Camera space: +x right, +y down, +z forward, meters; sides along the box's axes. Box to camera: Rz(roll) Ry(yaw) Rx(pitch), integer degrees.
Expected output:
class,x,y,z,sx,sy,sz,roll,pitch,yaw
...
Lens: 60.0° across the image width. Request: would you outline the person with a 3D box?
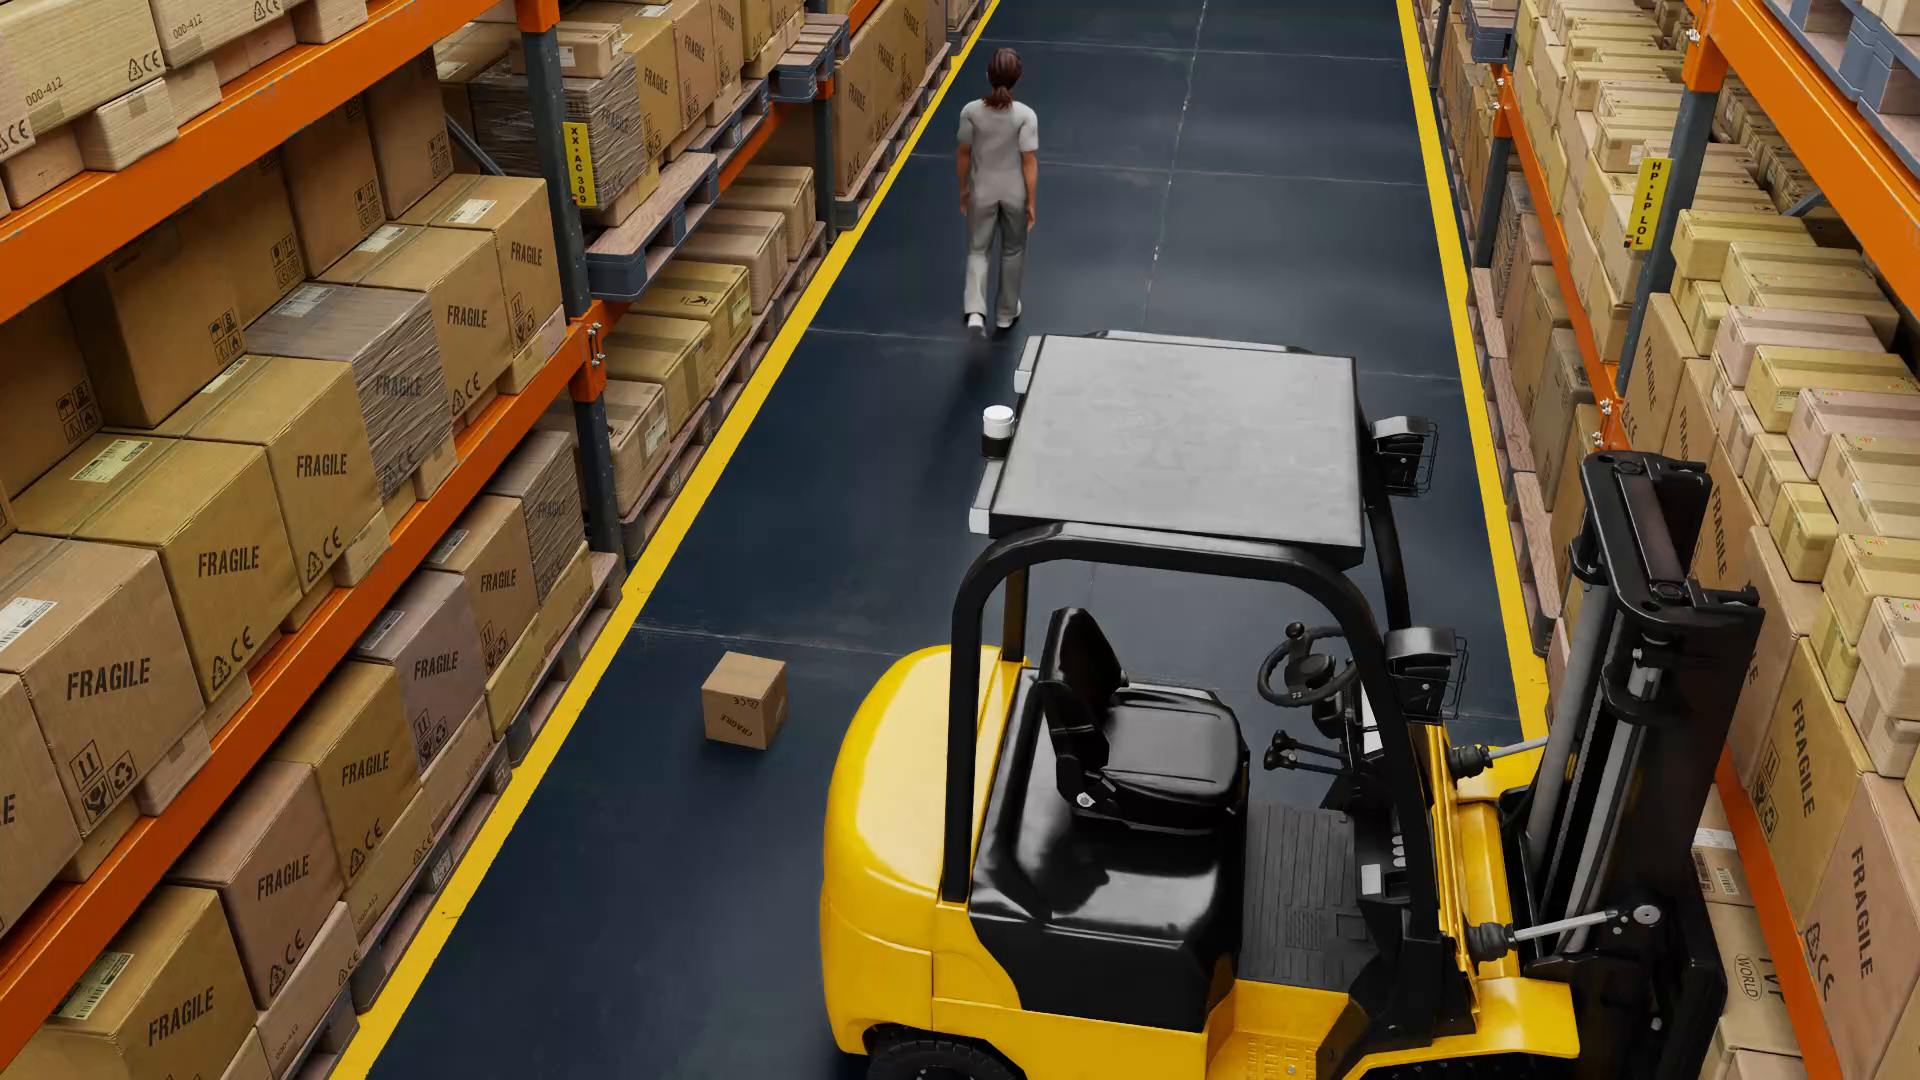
class,x,y,z,sx,sy,sz,roll,pitch,yaw
person,0.199,-1.847,9.027,0.451,1.639,0.840,5,33,7
